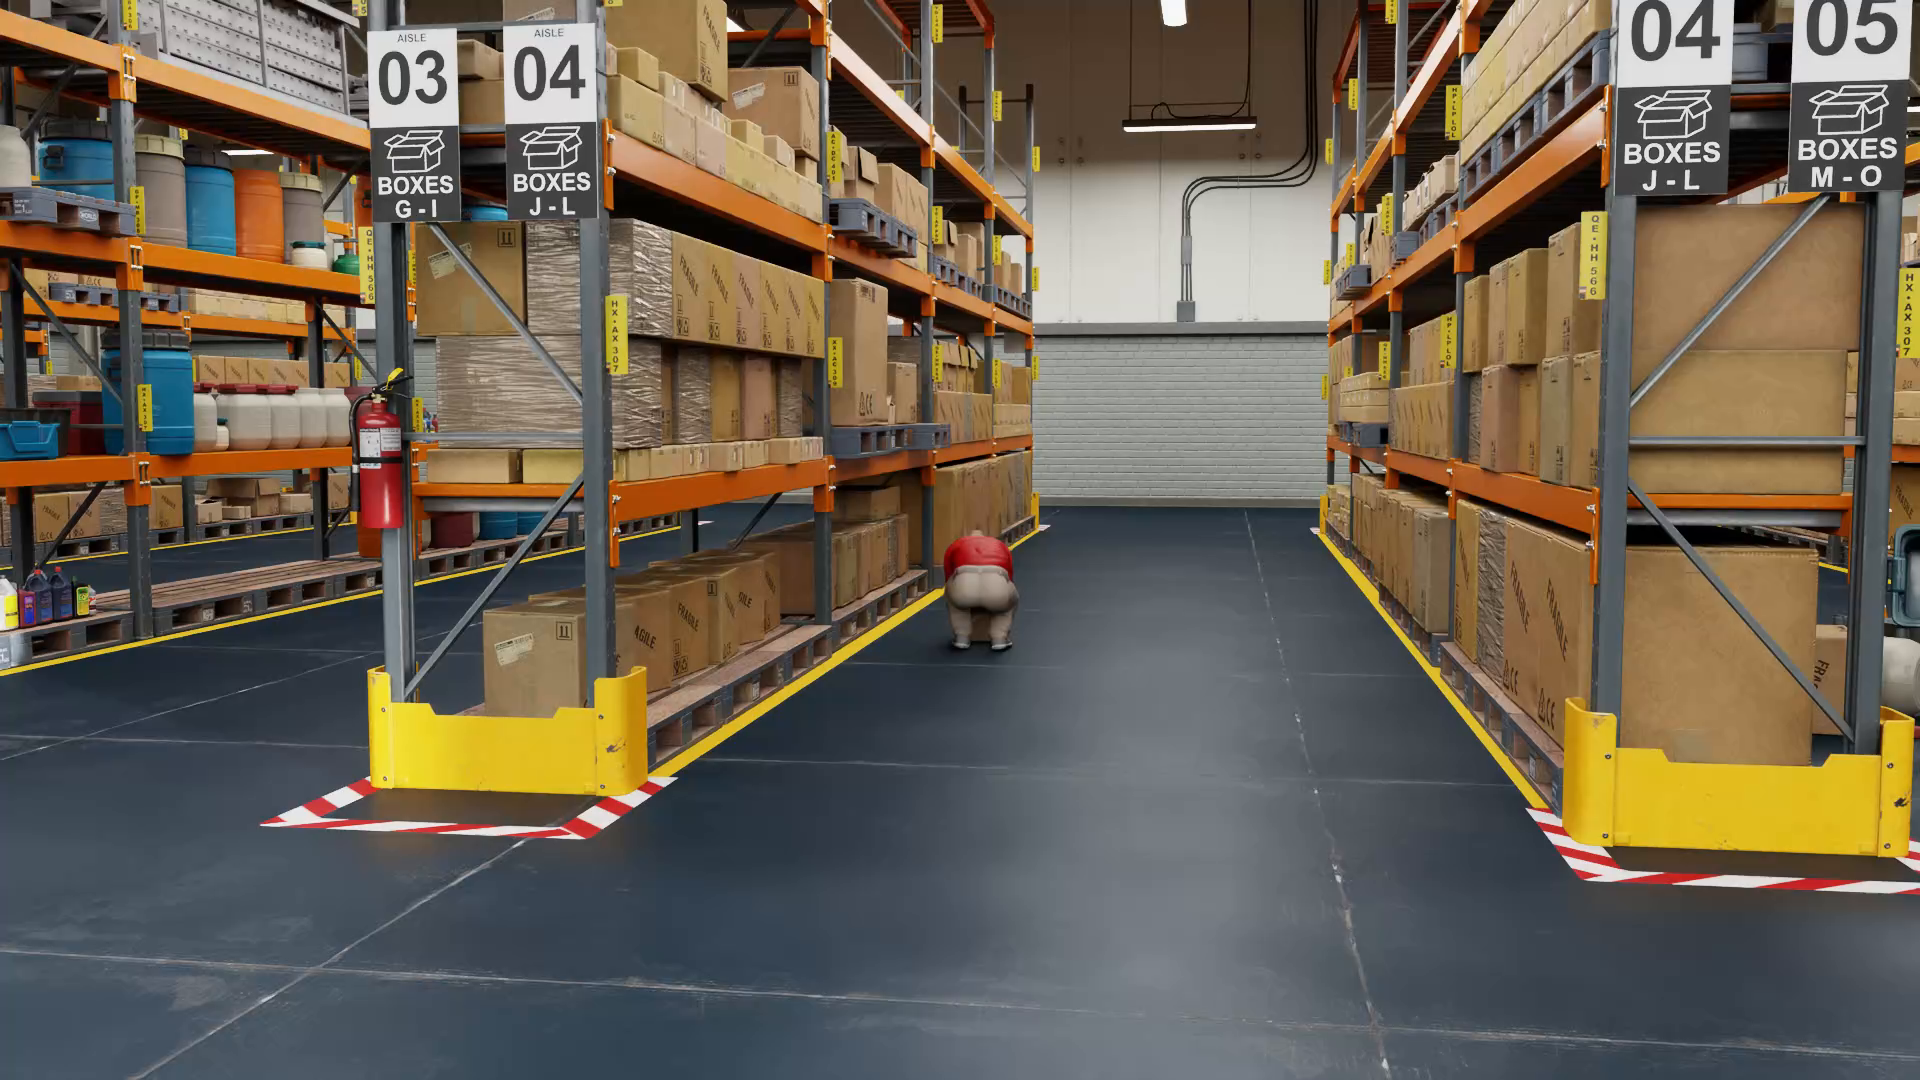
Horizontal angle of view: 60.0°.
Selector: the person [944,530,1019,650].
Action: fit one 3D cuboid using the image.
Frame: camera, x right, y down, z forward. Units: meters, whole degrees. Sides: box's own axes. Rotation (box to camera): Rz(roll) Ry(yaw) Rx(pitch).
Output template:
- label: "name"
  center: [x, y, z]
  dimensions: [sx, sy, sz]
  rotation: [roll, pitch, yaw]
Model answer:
- label: "person"
  center: [0.142, 0.377, 11.510]
  dimensions: [0.533, 0.843, 0.904]
  rotation: [0, 4, 4]
